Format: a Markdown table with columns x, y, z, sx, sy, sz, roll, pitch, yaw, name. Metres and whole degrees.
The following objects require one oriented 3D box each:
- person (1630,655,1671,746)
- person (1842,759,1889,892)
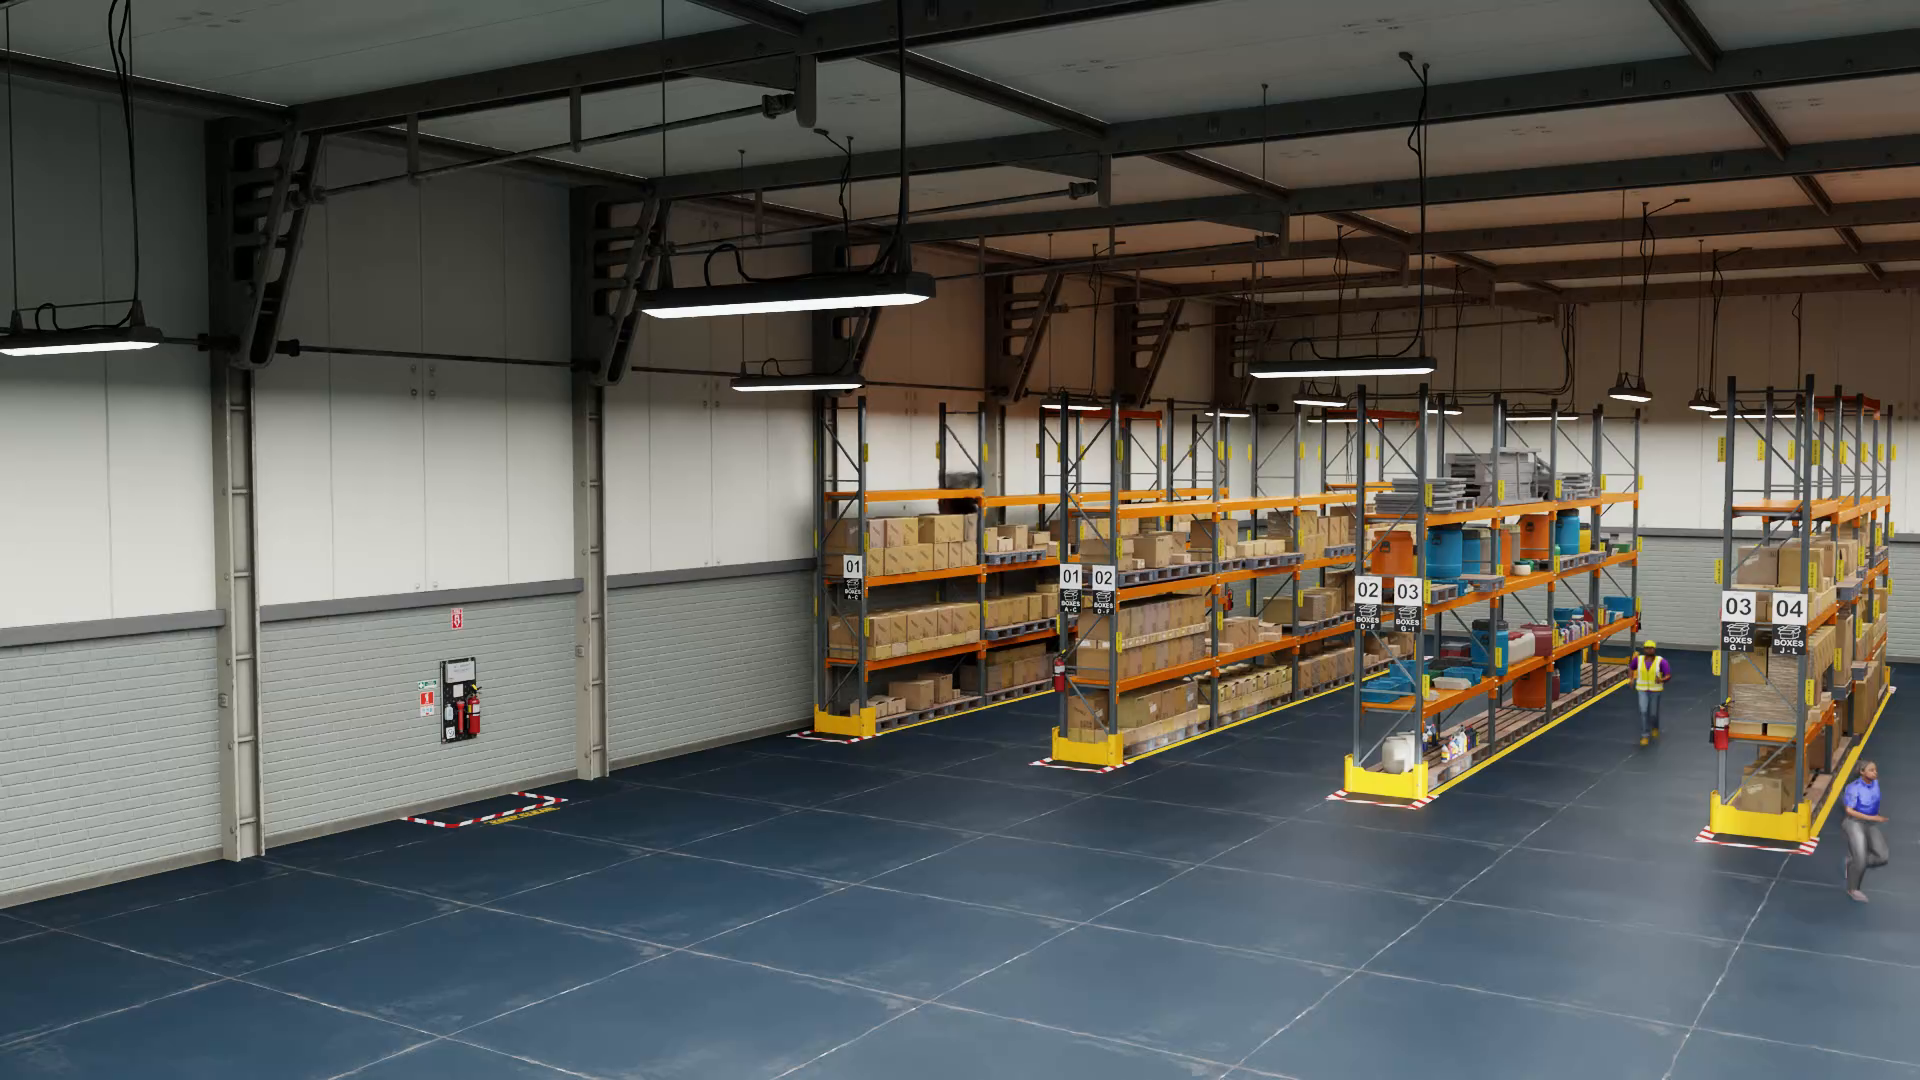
| x | y | z | sx | sy | sz | roll | pitch | yaw | name |
| --- | --- | --- | --- | --- | --- | --- | --- | --- | --- |
| 11.887 | 2.735 | 28.680 | 0.674 | 1.522 | 0.853 | 2 | 3 | 27 | person |
| 10.126 | 3.199 | 18.500 | 0.617 | 1.528 | 0.586 | -1 | 3 | -19 | person |
